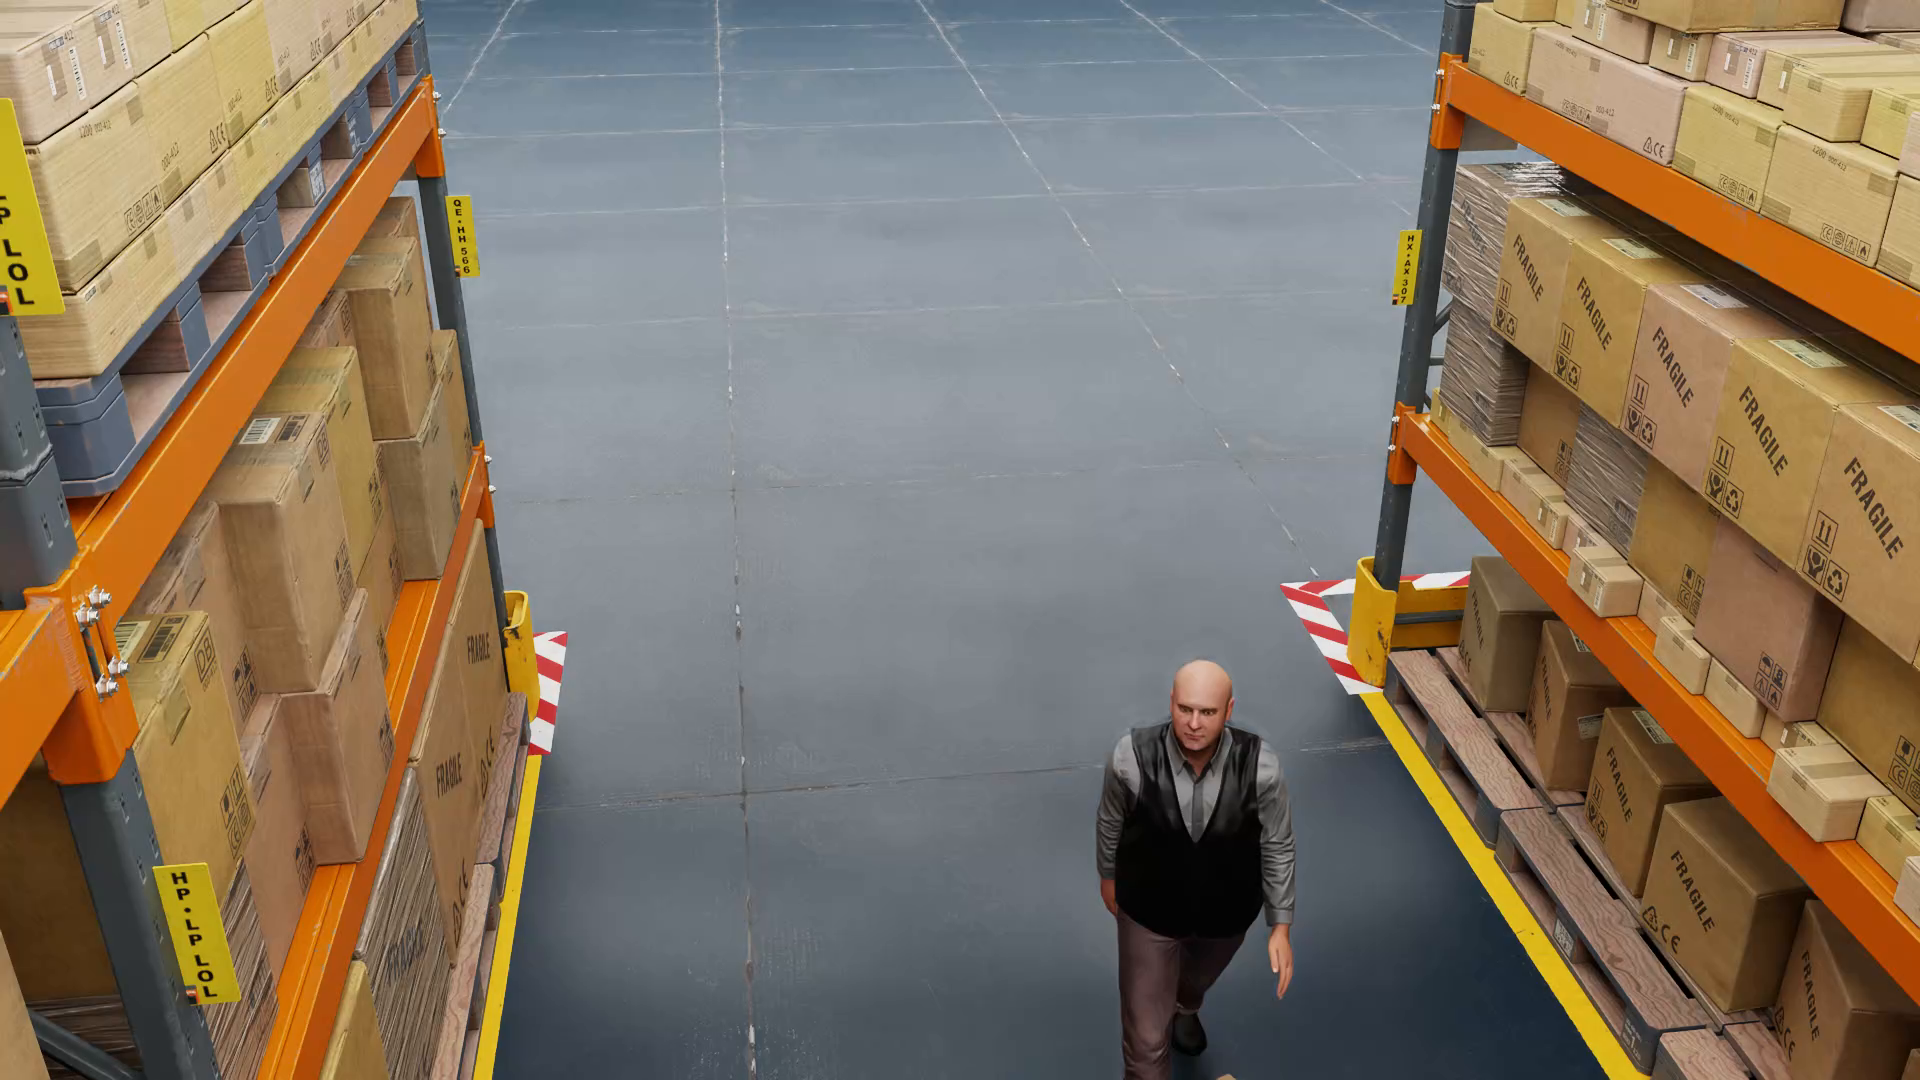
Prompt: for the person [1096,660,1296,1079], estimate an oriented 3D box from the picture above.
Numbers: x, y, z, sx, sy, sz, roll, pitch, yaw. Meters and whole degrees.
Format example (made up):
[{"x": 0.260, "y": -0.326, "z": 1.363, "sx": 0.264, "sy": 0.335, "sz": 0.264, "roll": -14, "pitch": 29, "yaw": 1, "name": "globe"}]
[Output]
[{"x": 0.690, "y": 1.109, "z": 4.948, "sx": 0.567, "sy": 1.666, "sz": 1.058, "roll": 0, "pitch": 27, "yaw": 0, "name": "person"}]
